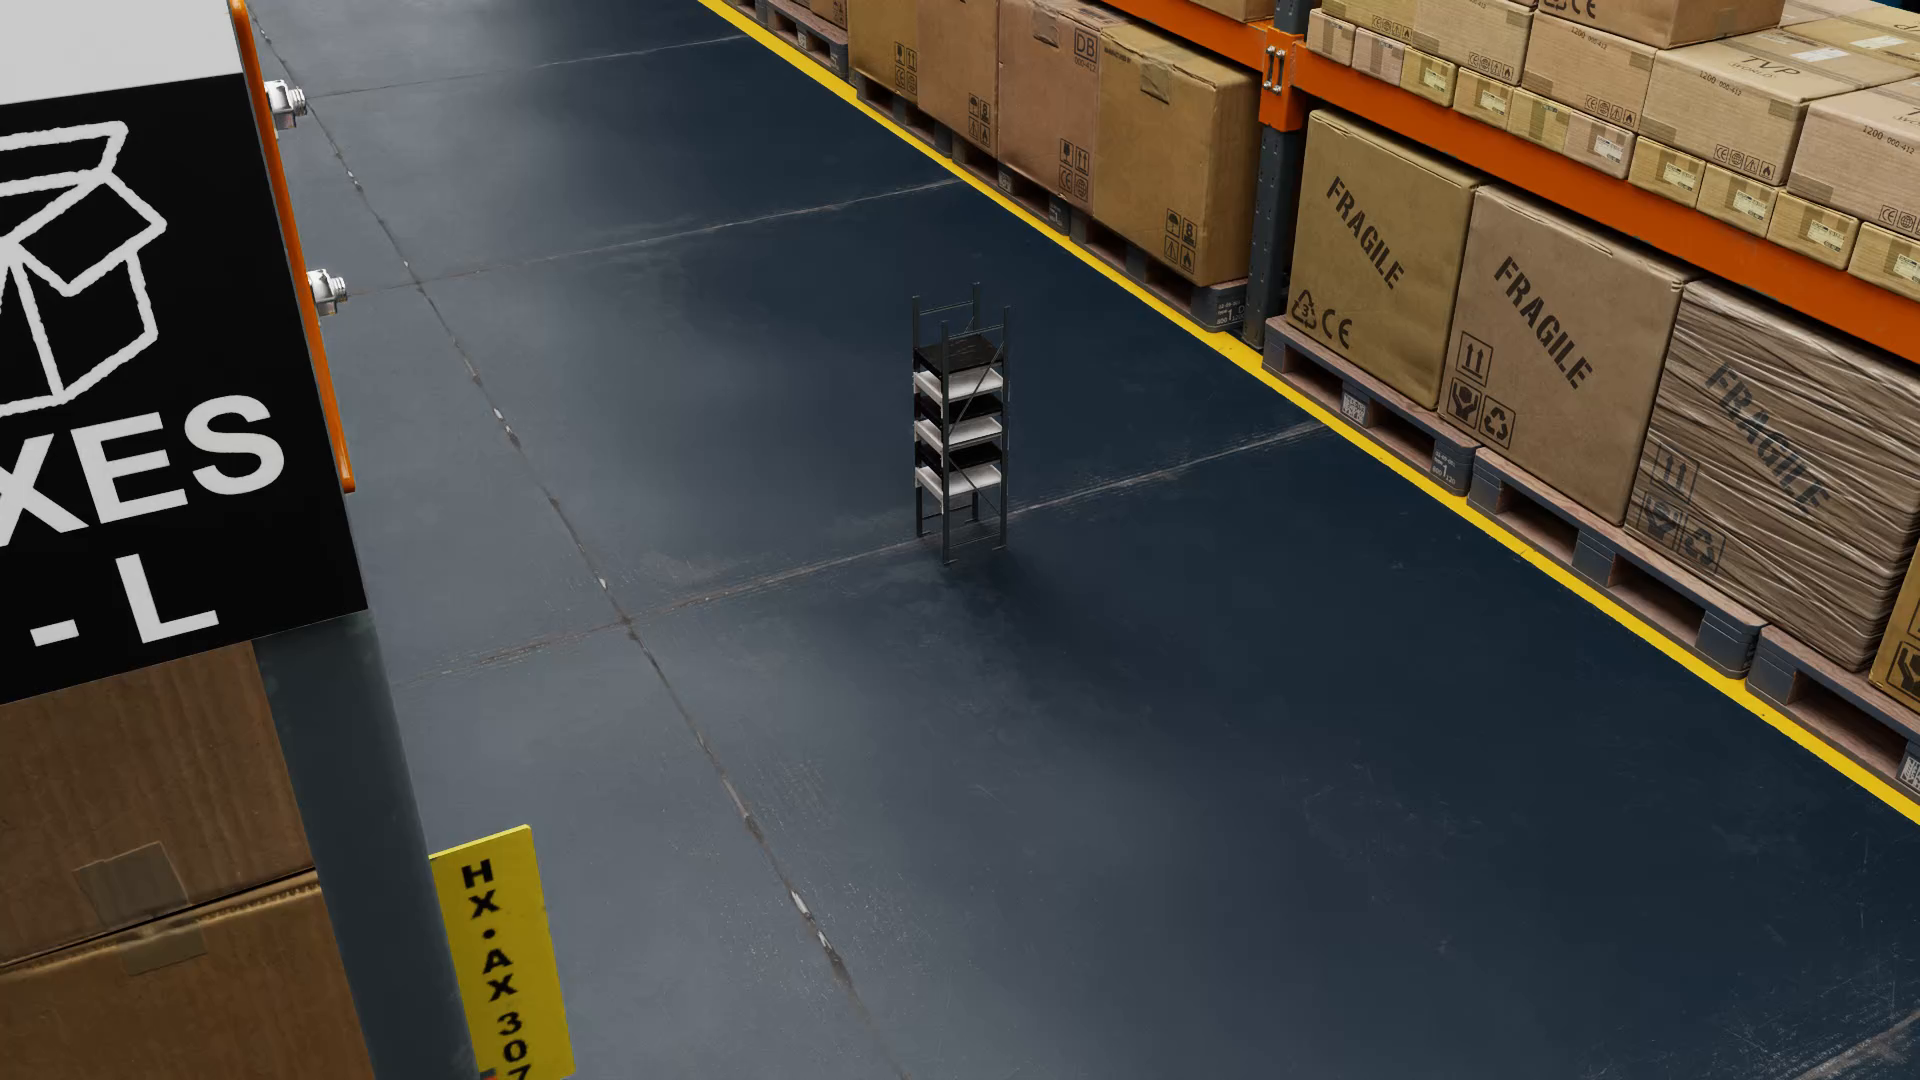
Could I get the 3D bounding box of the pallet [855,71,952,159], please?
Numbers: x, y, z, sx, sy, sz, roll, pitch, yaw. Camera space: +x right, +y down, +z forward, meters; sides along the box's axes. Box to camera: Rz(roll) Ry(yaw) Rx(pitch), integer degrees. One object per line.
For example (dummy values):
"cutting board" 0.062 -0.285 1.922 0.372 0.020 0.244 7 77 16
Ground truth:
"pallet" 0.101 -2.545 9.527 1.003 0.211 1.213 -16 36 -23

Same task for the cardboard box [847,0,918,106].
"cardboard box" 0.103 -3.062 9.329 1.225 0.875 0.875 -18 37 -25

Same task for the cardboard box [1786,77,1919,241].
"cardboard box" 2.596 -1.008 4.406 0.500 0.250 0.500 -17 36 -25

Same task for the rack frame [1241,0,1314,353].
"rack frame" 1.665 -2.205 6.412 1.000 3.000 0.127 -16 36 -23

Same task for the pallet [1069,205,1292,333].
"pallet" 1.238 -1.381 7.709 1.003 0.211 1.213 -16 36 -23

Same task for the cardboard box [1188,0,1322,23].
"cardboard box" 1.205 -2.402 6.626 0.500 0.500 0.500 -16 36 -23

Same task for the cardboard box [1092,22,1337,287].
"cardboard box" 1.349 -1.788 7.341 1.225 0.875 0.875 -16 36 -23

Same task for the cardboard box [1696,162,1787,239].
"cardboard box" 2.360 -1.007 4.775 0.380 0.149 0.250 -15 36 -22

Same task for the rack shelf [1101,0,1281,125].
"rack shelf" 0.732 -2.857 8.096 1.077 0.370 4.000 -16 36 -23

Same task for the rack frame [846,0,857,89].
"rack frame" -0.200 -4.114 9.391 1.000 3.000 0.127 -16 36 -23

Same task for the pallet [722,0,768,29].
"pallet" -1.128 -3.895 11.634 1.003 0.211 1.213 -16 36 -23

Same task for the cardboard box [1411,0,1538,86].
"cardboard box" 1.880 -1.739 5.547 0.500 0.250 0.500 -16 36 -23

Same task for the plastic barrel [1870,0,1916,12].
"plastic barrel" 5.478 -3.346 9.749 0.600 0.901 0.708 -16 36 -23

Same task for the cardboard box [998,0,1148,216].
"cardboard box" 0.931 -2.214 8.006 1.225 0.875 0.875 -17 36 -25

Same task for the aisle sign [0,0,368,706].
"aisle sign" -0.606 -0.232 0.922 0.394 0.787 0.004 -16 36 -23

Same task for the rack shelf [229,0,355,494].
"rack shelf" -1.838 -1.012 2.435 1.077 0.370 4.000 -16 36 -23

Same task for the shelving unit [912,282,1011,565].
"shelving unit" 0.004 -0.375 5.501 0.258 0.900 0.210 -16 36 -23

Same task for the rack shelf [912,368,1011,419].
"rack shelf" 0.004 -0.499 5.422 0.258 0.077 0.200 -16 36 -23

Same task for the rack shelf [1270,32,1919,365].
"rack shelf" 2.597 -0.948 5.116 1.077 0.370 4.000 -16 36 -23

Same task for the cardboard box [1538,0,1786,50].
"cardboard box" 2.131 -1.806 4.957 0.500 0.500 0.500 -17 36 -25

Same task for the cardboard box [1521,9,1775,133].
"cardboard box" 2.126 -1.493 5.163 0.500 0.250 0.500 -15 36 -22

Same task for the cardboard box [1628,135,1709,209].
"cardboard box" 2.237 -1.131 4.968 0.380 0.149 0.250 -17 36 -24

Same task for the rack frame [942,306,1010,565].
"rack frame" 0.051 -0.327 5.425 0.240 0.900 0.006 -16 36 -23

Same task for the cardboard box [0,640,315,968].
"cardboard box" -0.880 0.033 1.622 0.500 0.500 0.500 -16 36 -23

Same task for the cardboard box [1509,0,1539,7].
"cardboard box" 1.885 -2.054 5.343 0.500 0.500 0.500 -16 36 -23

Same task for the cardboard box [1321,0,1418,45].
"cardboard box" 1.652 -1.977 5.919 0.500 0.250 0.500 -17 36 -24

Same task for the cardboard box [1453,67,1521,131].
"cardboard box" 1.879 -1.499 5.542 0.380 0.149 0.250 -17 36 -24

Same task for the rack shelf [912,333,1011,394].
"rack shelf" 0.004 -0.574 5.374 0.258 0.077 0.200 -16 36 -23

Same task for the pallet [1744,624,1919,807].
"pallet" 3.088 0.516 4.749 1.003 0.211 1.213 -16 36 -23

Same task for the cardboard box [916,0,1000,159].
"cardboard box" 0.512 -2.635 8.662 1.225 0.875 0.875 -16 36 -23

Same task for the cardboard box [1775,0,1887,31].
"cardboard box" 2.584 -1.633 5.382 0.500 0.250 0.500 -15 36 -22

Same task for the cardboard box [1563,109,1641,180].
"cardboard box" 2.113 -1.256 5.163 0.380 0.149 0.250 -15 36 -23

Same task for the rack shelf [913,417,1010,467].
"rack shelf" 0.004 -0.347 5.519 0.258 0.077 0.200 -16 36 -23

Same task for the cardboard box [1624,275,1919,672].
"cardboard box" 2.736 -0.298 5.015 0.875 0.875 0.875 -16 36 -23

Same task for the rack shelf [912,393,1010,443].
"rack shelf" 0.004 -0.423 5.471 0.258 0.077 0.200 -16 36 -23

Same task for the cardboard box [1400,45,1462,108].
"cardboard box" 1.754 -1.624 5.737 0.380 0.149 0.250 -15 35 -22

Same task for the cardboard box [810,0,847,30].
"cardboard box" -0.530 -3.562 10.438 0.700 0.500 0.500 -18 37 -26

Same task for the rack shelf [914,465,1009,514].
"rack shelf" 0.004 -0.195 5.616 0.258 0.077 0.200 -16 36 -23

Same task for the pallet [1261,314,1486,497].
"pallet" 1.950 -0.649 6.567 1.003 0.211 1.213 -16 36 -23

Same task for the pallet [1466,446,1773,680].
"pallet" 2.523 -0.066 5.657 1.003 0.211 1.213 -16 36 -23

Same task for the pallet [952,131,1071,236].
"pallet" 0.666 -1.964 8.619 1.003 0.211 1.213 -16 36 -23

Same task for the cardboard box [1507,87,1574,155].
"cardboard box" 1.998 -1.377 5.351 0.380 0.149 0.250 -16 36 -24

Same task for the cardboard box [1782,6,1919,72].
"cardboard box" 2.818 -1.390 5.003 0.500 0.250 0.500 -17 36 -24

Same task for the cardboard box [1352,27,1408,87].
"cardboard box" 1.631 -1.750 5.933 0.380 0.149 0.250 -17 36 -25

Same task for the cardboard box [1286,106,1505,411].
"cardboard box" 1.902 -1.153 6.349 0.875 0.875 0.875 -16 36 -23

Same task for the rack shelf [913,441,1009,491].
"rack shelf" 0.004 -0.271 5.568 0.258 0.077 0.200 -16 36 -23

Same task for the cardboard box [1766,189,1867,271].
"cardboard box" 2.474 -0.889 4.589 0.380 0.149 0.250 -16 36 -23

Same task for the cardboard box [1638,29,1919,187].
"cardboard box" 2.349 -1.256 4.793 0.500 0.250 0.500 -16 36 -23

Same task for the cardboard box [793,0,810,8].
"cardboard box" -0.800 -3.823 10.846 0.700 0.500 0.500 -19 37 -27

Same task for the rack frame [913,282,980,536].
"rack frame" -0.044 -0.424 5.577 0.240 0.900 0.006 -16 36 -23

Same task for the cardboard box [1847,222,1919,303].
"cardboard box" 2.595 -0.765 4.396 0.380 0.149 0.250 -17 36 -24

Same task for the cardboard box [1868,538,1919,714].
"cardboard box" 3.161 0.136 4.338 0.875 0.875 0.875 -16 36 -23

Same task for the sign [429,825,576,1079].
"sign" -0.425 0.402 1.540 0.100 0.325 0.005 -16 36 -23

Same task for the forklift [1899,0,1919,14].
"forklift" 4.392 -2.223 6.503 1.130 2.935 3.031 -8 34 -12

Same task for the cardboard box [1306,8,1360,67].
"cardboard box" 1.509 -1.875 6.129 0.380 0.149 0.250 -16 36 -23

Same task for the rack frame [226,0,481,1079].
"rack frame" -0.902 0.902 1.562 0.949 2.616 0.053 -16 36 -23

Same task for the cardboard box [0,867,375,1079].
"cardboard box" -0.870 0.452 1.896 0.500 0.500 0.500 -14 35 -21

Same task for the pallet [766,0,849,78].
"pallet" -0.563 -3.314 10.726 1.003 0.211 1.213 -16 36 -23

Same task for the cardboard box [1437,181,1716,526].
"cardboard box" 2.321 -0.723 5.678 0.875 0.875 0.875 -16 36 -23
